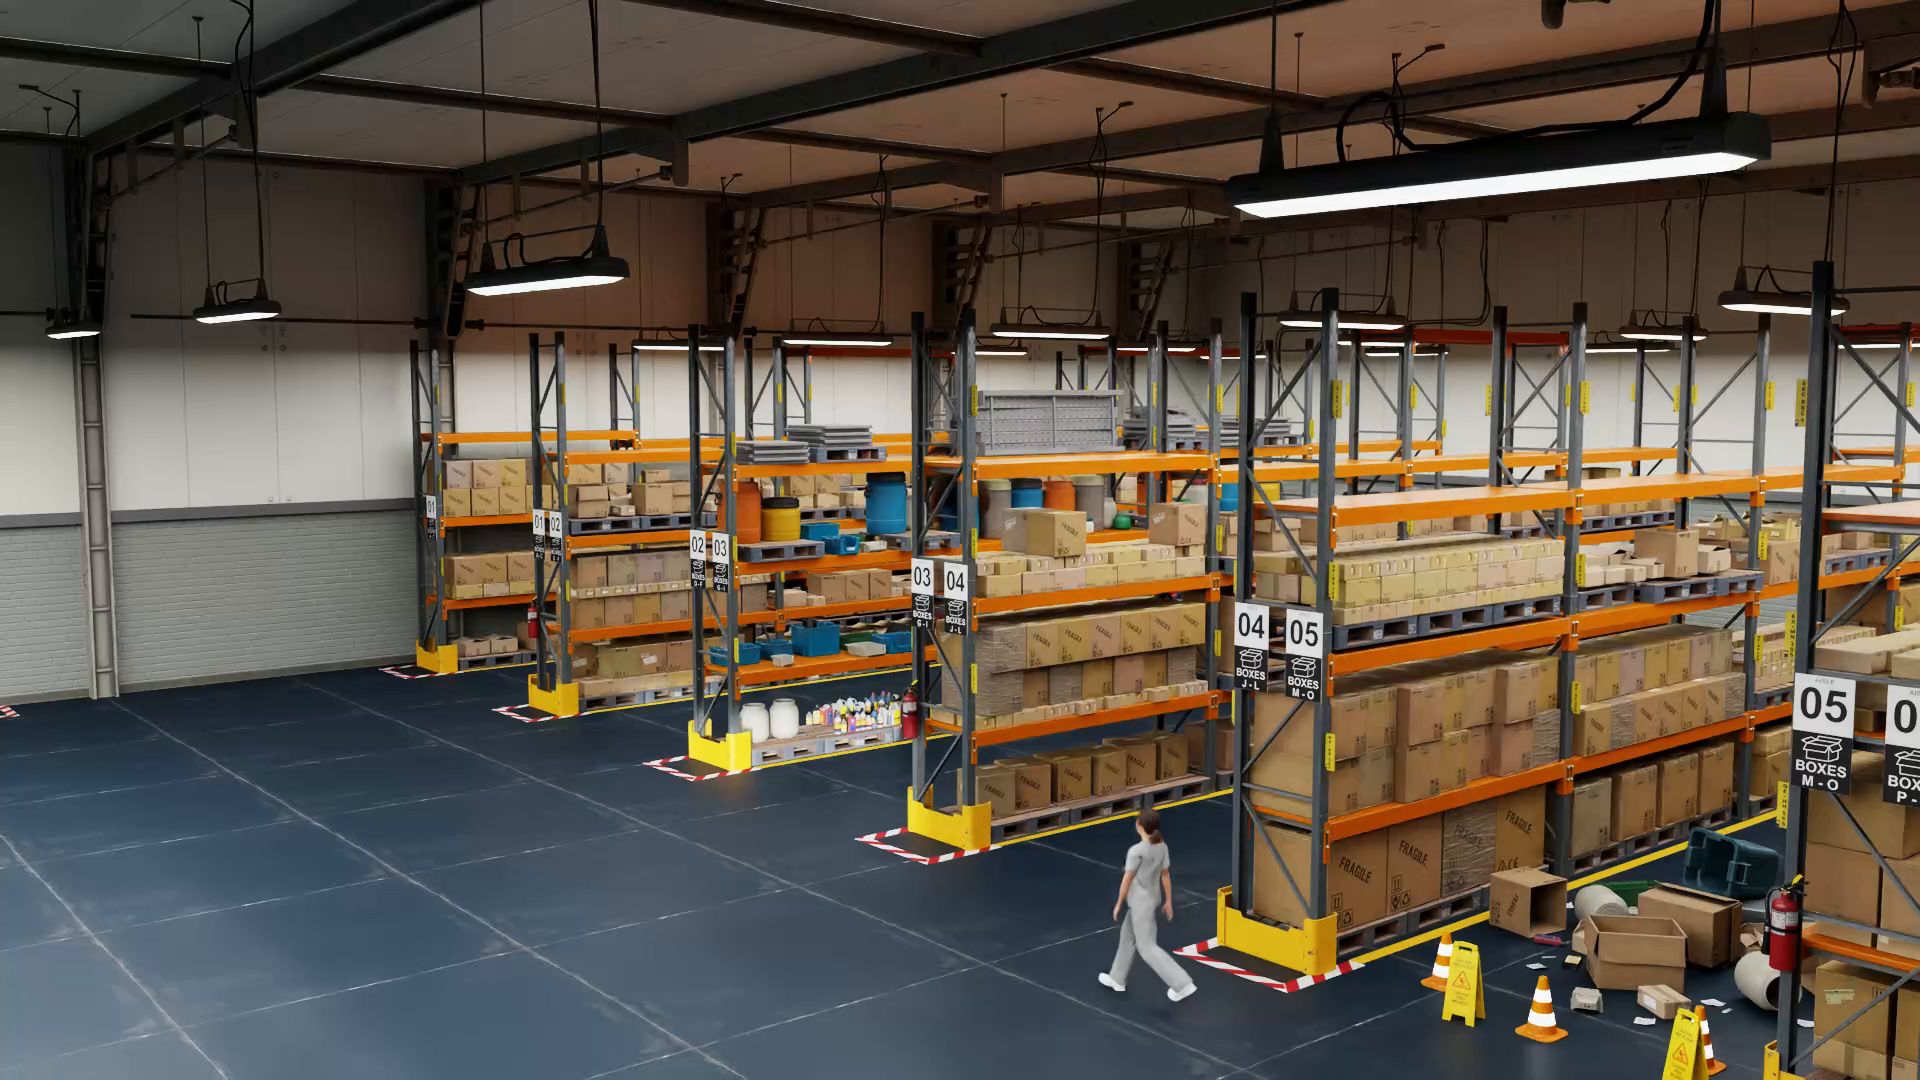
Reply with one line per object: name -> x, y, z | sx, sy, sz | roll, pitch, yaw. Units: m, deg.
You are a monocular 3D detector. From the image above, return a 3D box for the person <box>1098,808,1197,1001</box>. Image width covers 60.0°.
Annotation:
person -> 1.559, 3.060, 13.957 | 0.983, 1.637, 0.426 | 3, 6, 28

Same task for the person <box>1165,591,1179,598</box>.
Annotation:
person -> 4.094, 1.333, 32.402 | 1.086, 1.676, 0.643 | -5, 7, -43
